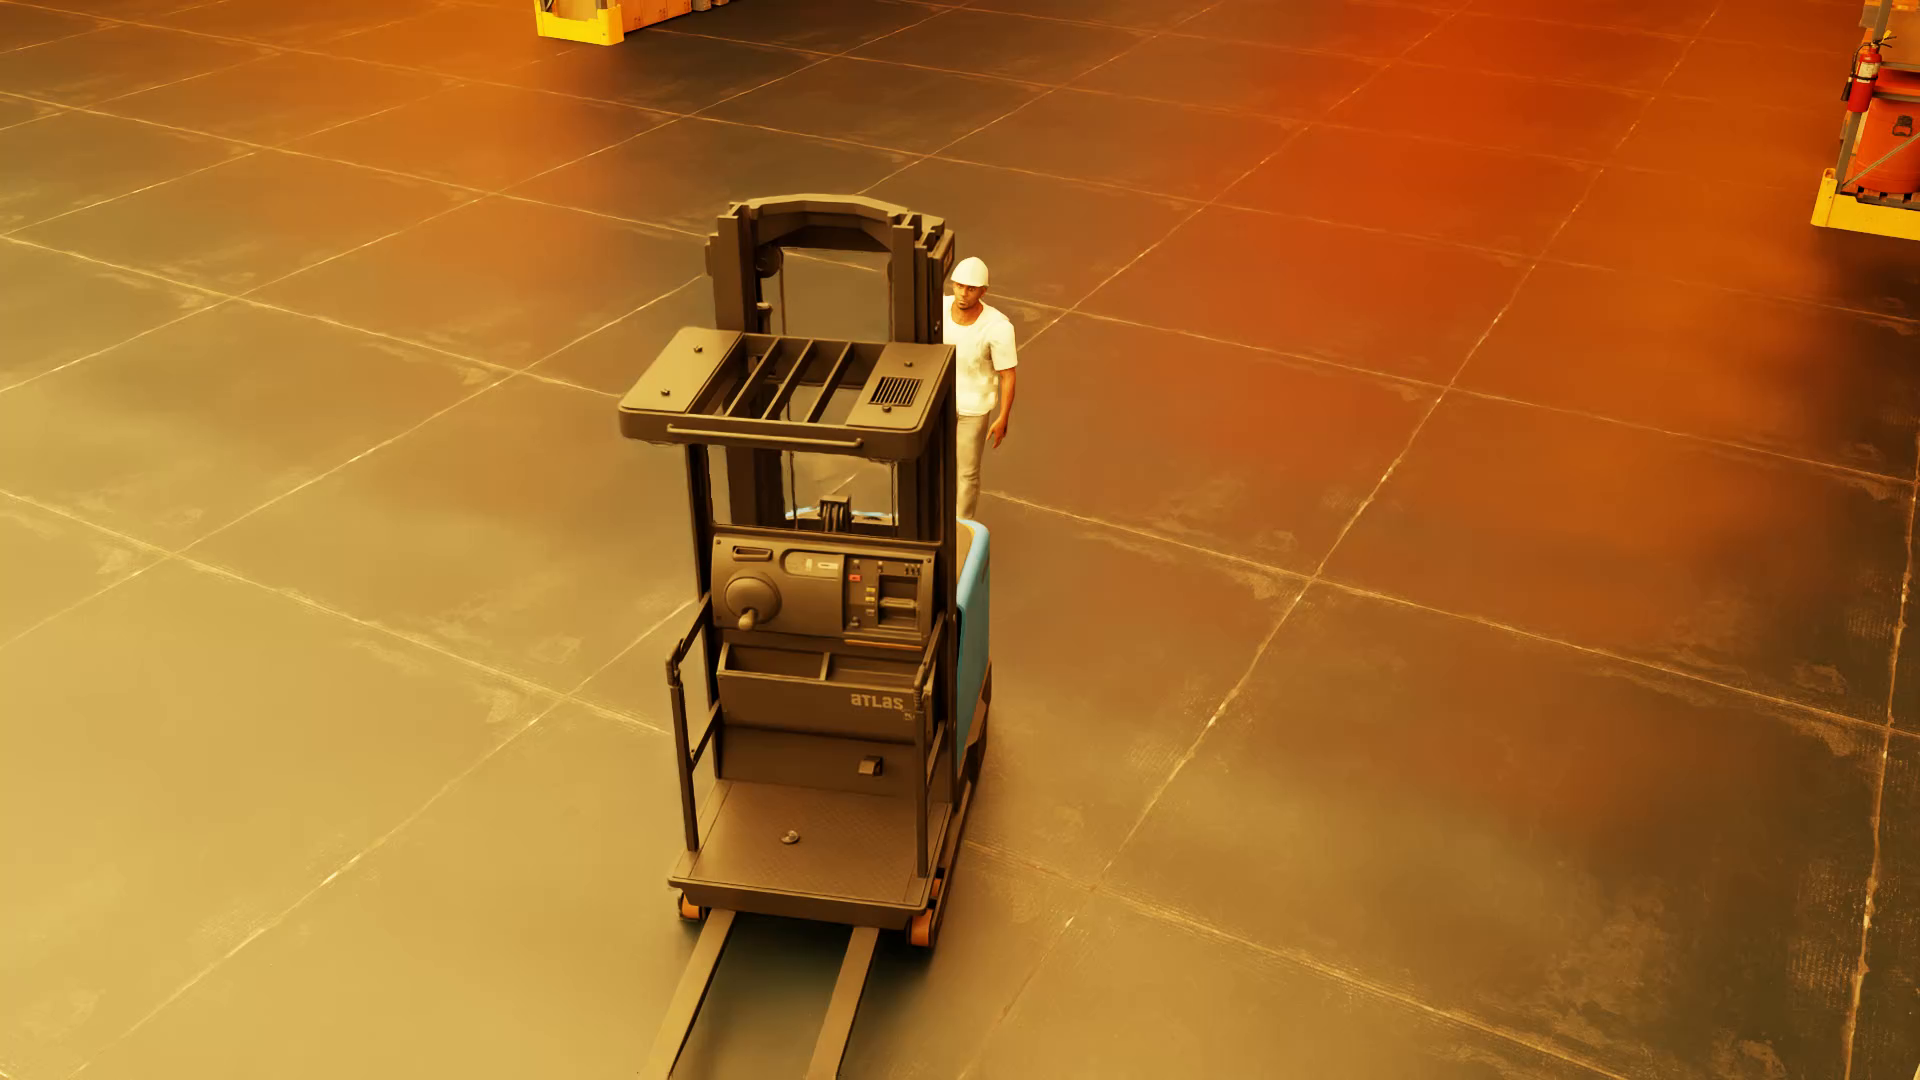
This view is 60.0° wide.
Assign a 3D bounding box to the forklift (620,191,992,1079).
[{"bbox_3d":[-0.593,0.240,6.654,1.130,2.935,3.031,5,30,8],"label":"forklift"}]

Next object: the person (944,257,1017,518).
[{"bbox_3d":[-0.039,-0.742,9.508,0.666,1.765,0.577,15,33,25],"label":"person"}]
